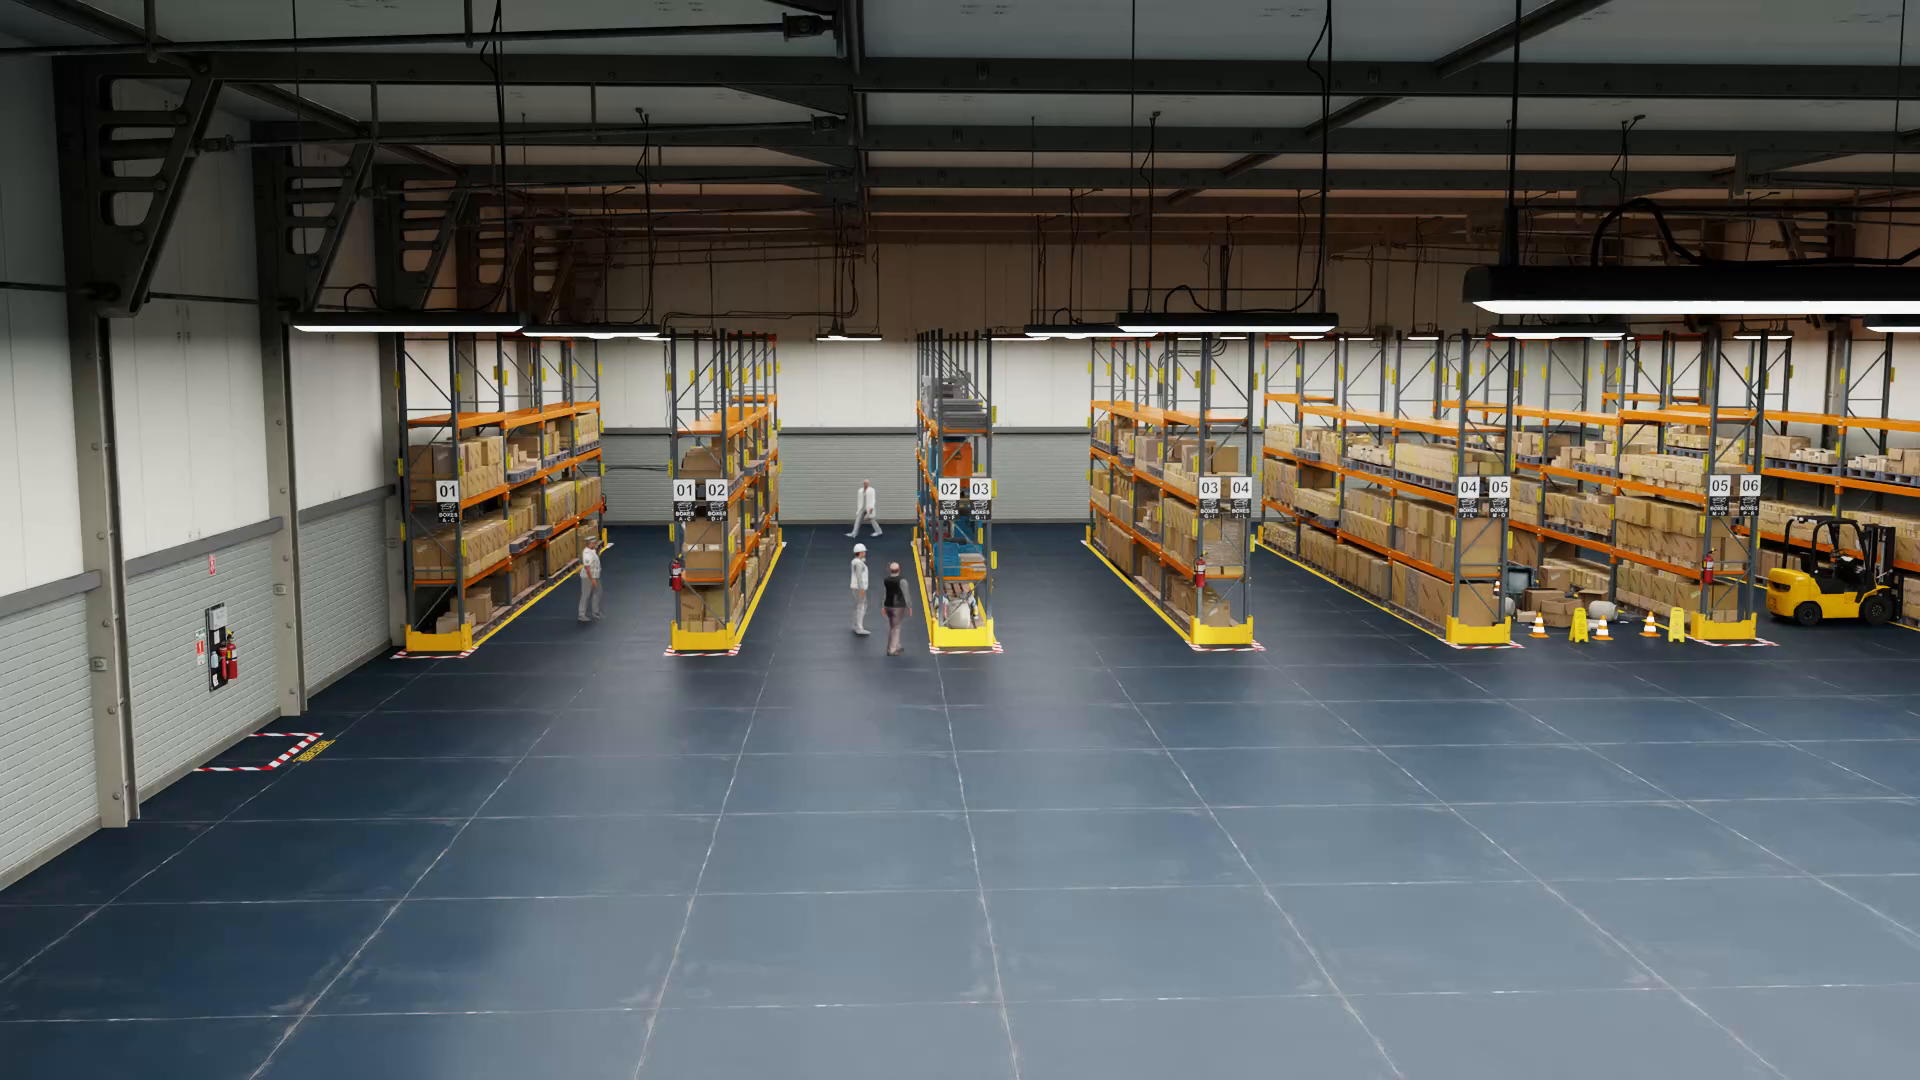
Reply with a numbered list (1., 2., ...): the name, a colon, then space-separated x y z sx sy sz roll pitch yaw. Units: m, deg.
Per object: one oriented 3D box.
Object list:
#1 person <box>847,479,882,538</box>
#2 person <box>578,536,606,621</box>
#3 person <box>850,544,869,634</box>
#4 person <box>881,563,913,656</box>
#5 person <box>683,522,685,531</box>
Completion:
1. person: -2.816 -0.932 49.151 0.654 1.731 1.057 4 8 30
2. person: -7.668 0.810 34.616 0.499 1.809 0.699 1 7 10
3. person: -1.991 1.003 32.966 0.368 1.855 0.595 -1 7 -4
4. person: -1.115 1.270 30.660 0.614 1.720 0.544 -6 9 -41
5. person: -7.029 -0.296 43.470 0.431 1.788 0.629 -1 7 -5
